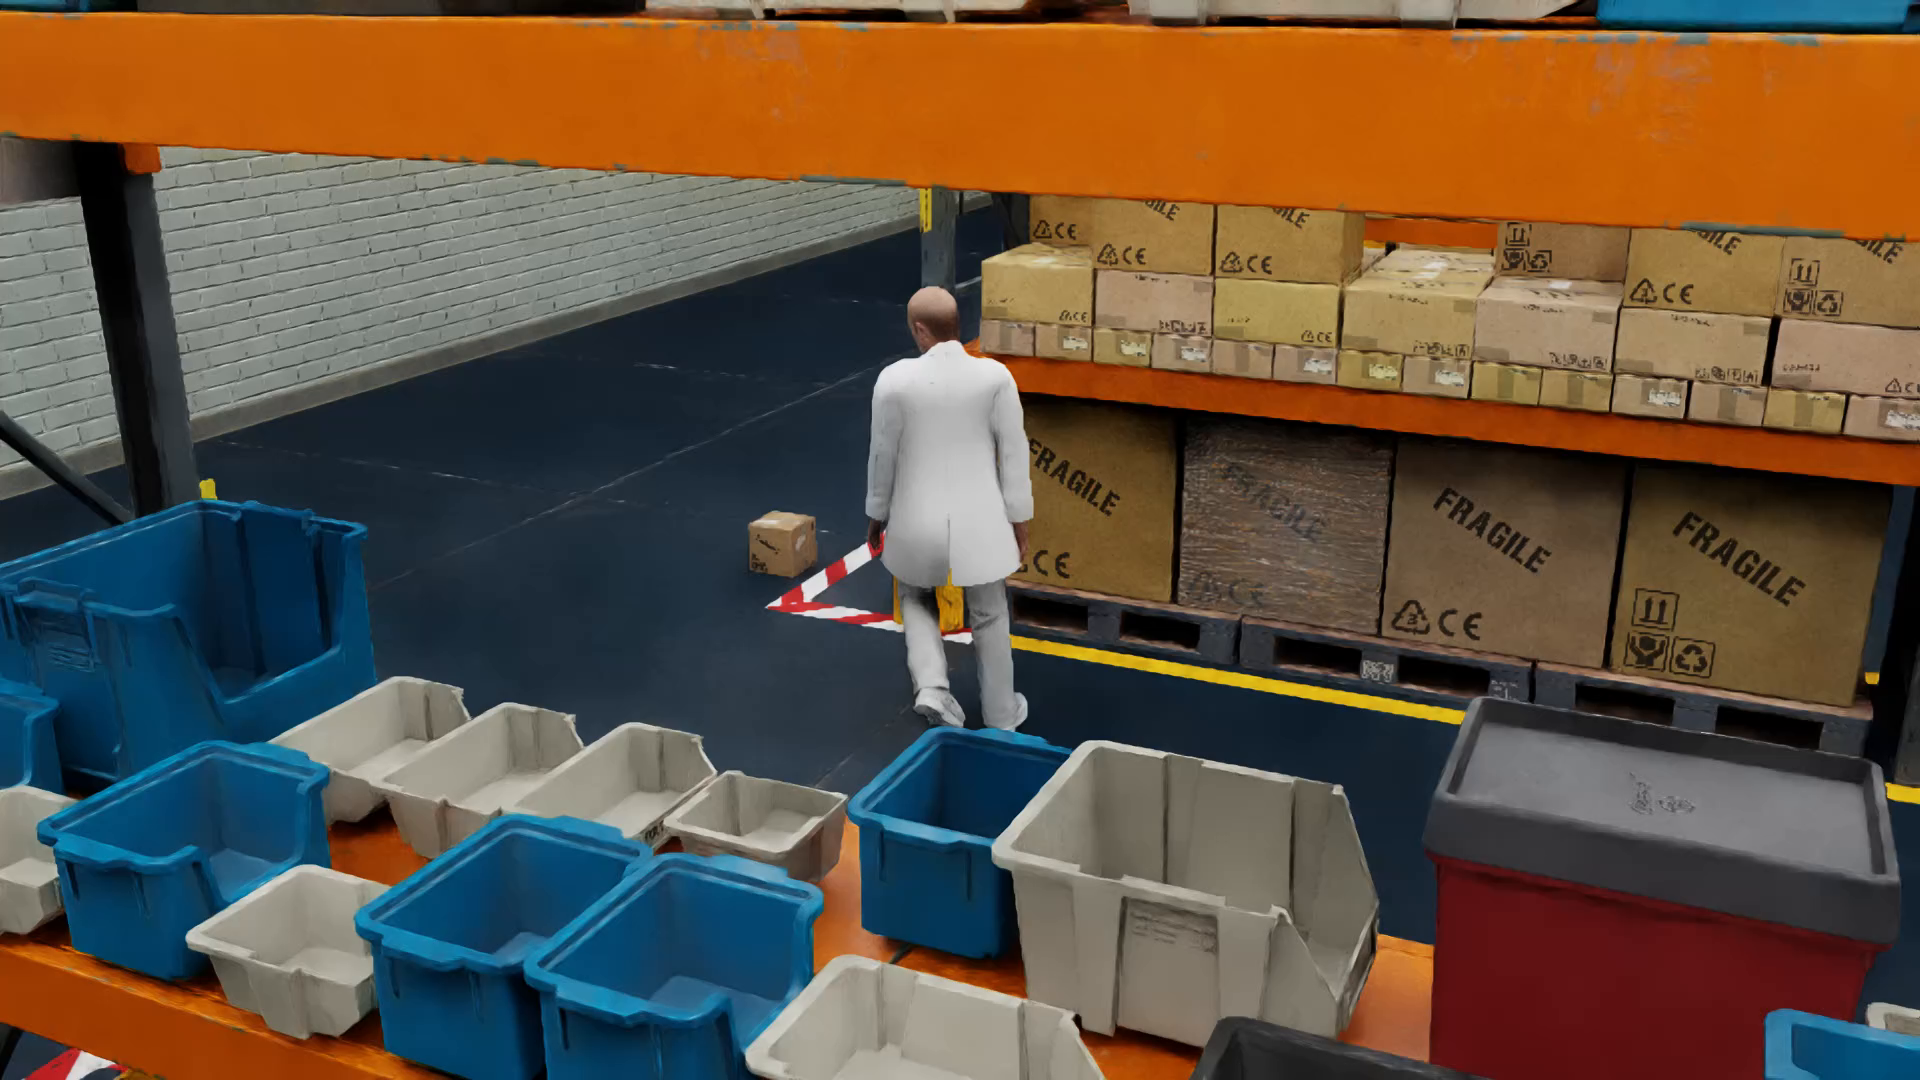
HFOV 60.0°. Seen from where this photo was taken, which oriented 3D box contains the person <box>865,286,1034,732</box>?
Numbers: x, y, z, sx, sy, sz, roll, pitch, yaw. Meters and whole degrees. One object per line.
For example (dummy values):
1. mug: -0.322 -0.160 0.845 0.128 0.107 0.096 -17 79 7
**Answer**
1. person: -0.040 -0.066 6.251 0.640 1.763 0.555 0 19 -1
